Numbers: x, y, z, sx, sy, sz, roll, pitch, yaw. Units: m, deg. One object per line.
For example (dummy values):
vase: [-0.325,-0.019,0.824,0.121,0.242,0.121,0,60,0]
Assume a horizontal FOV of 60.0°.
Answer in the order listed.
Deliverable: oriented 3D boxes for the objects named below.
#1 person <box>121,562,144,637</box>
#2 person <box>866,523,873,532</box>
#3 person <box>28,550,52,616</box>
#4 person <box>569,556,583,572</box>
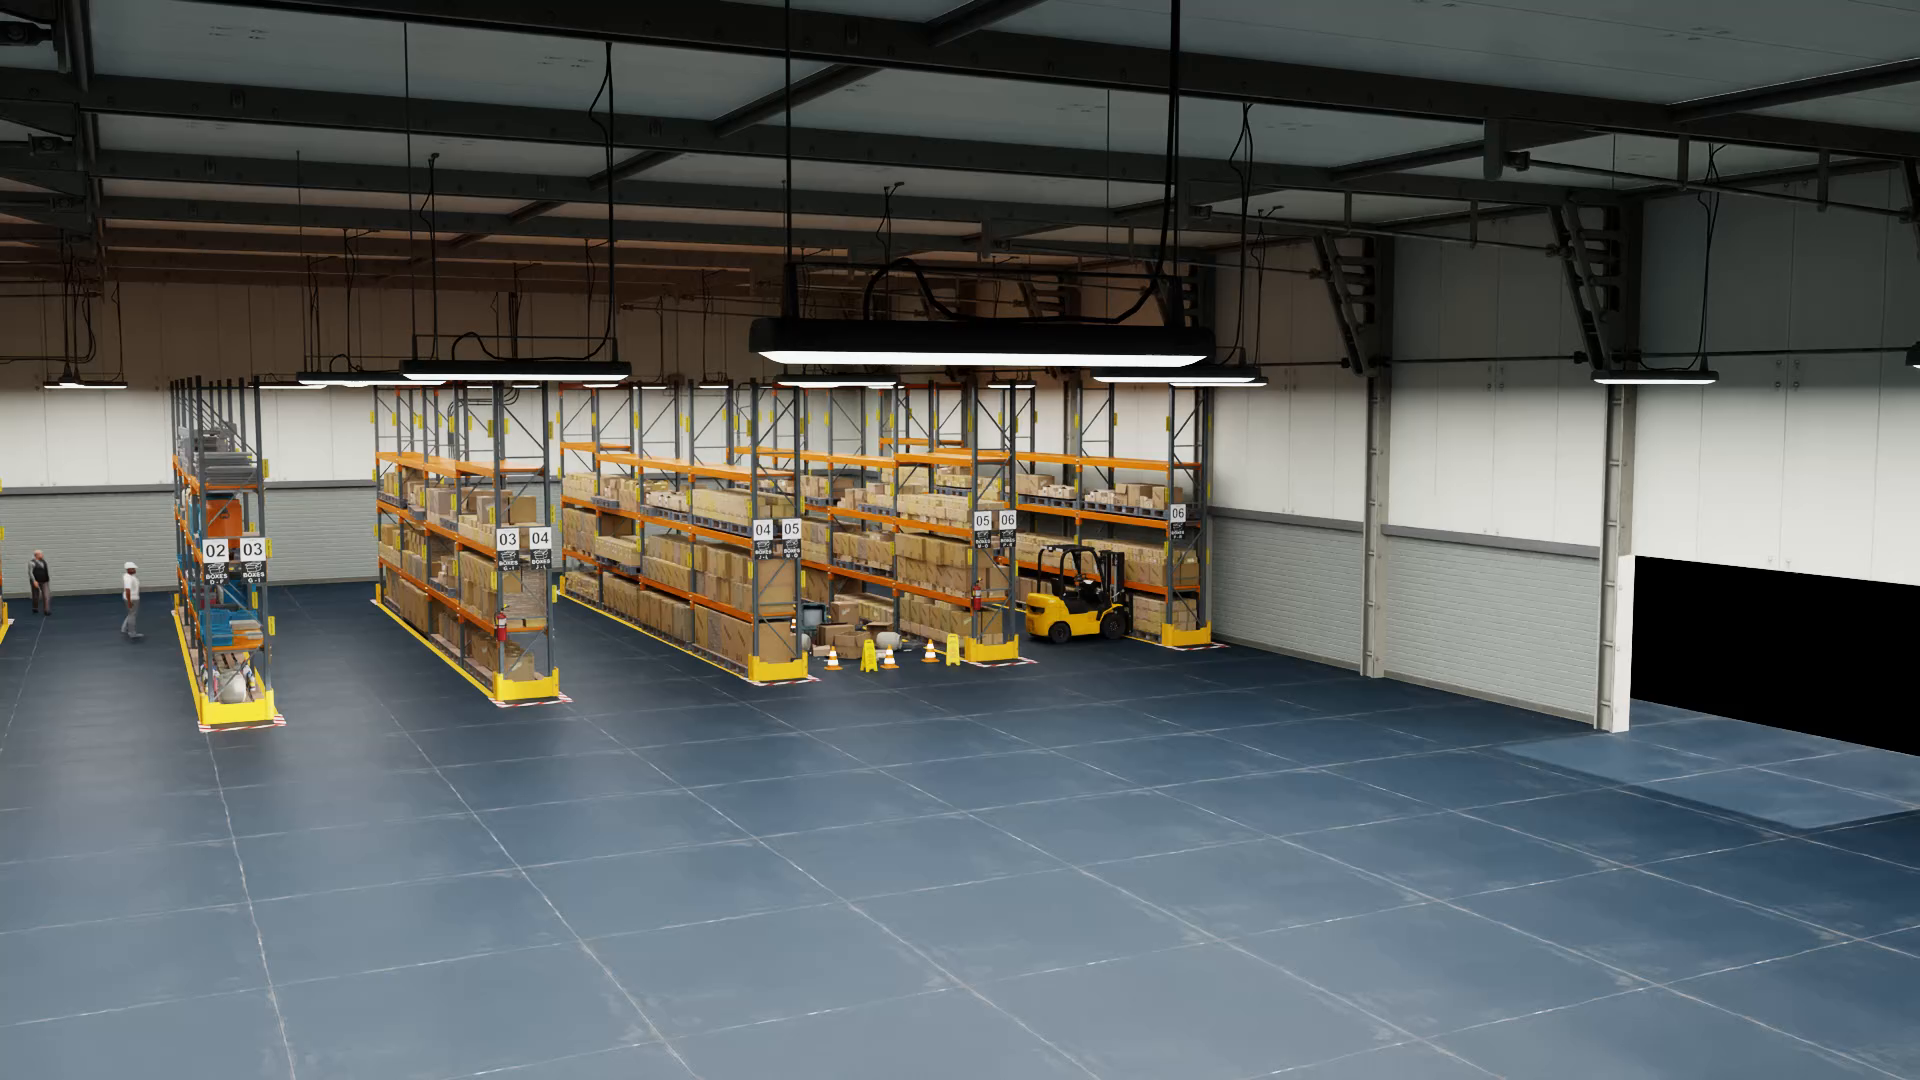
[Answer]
person: [-19.311,1.384,38.770,0.438,1.769,0.588,-5,7,-43]
person: [-2.937,0.256,52.713,0.435,1.590,0.579,0,5,4]
person: [-23.598,1.102,42.609,0.492,1.684,0.983,-4,6,-38]
person: [-11.734,0.419,50.731,0.496,1.608,0.448,-2,6,-23]
